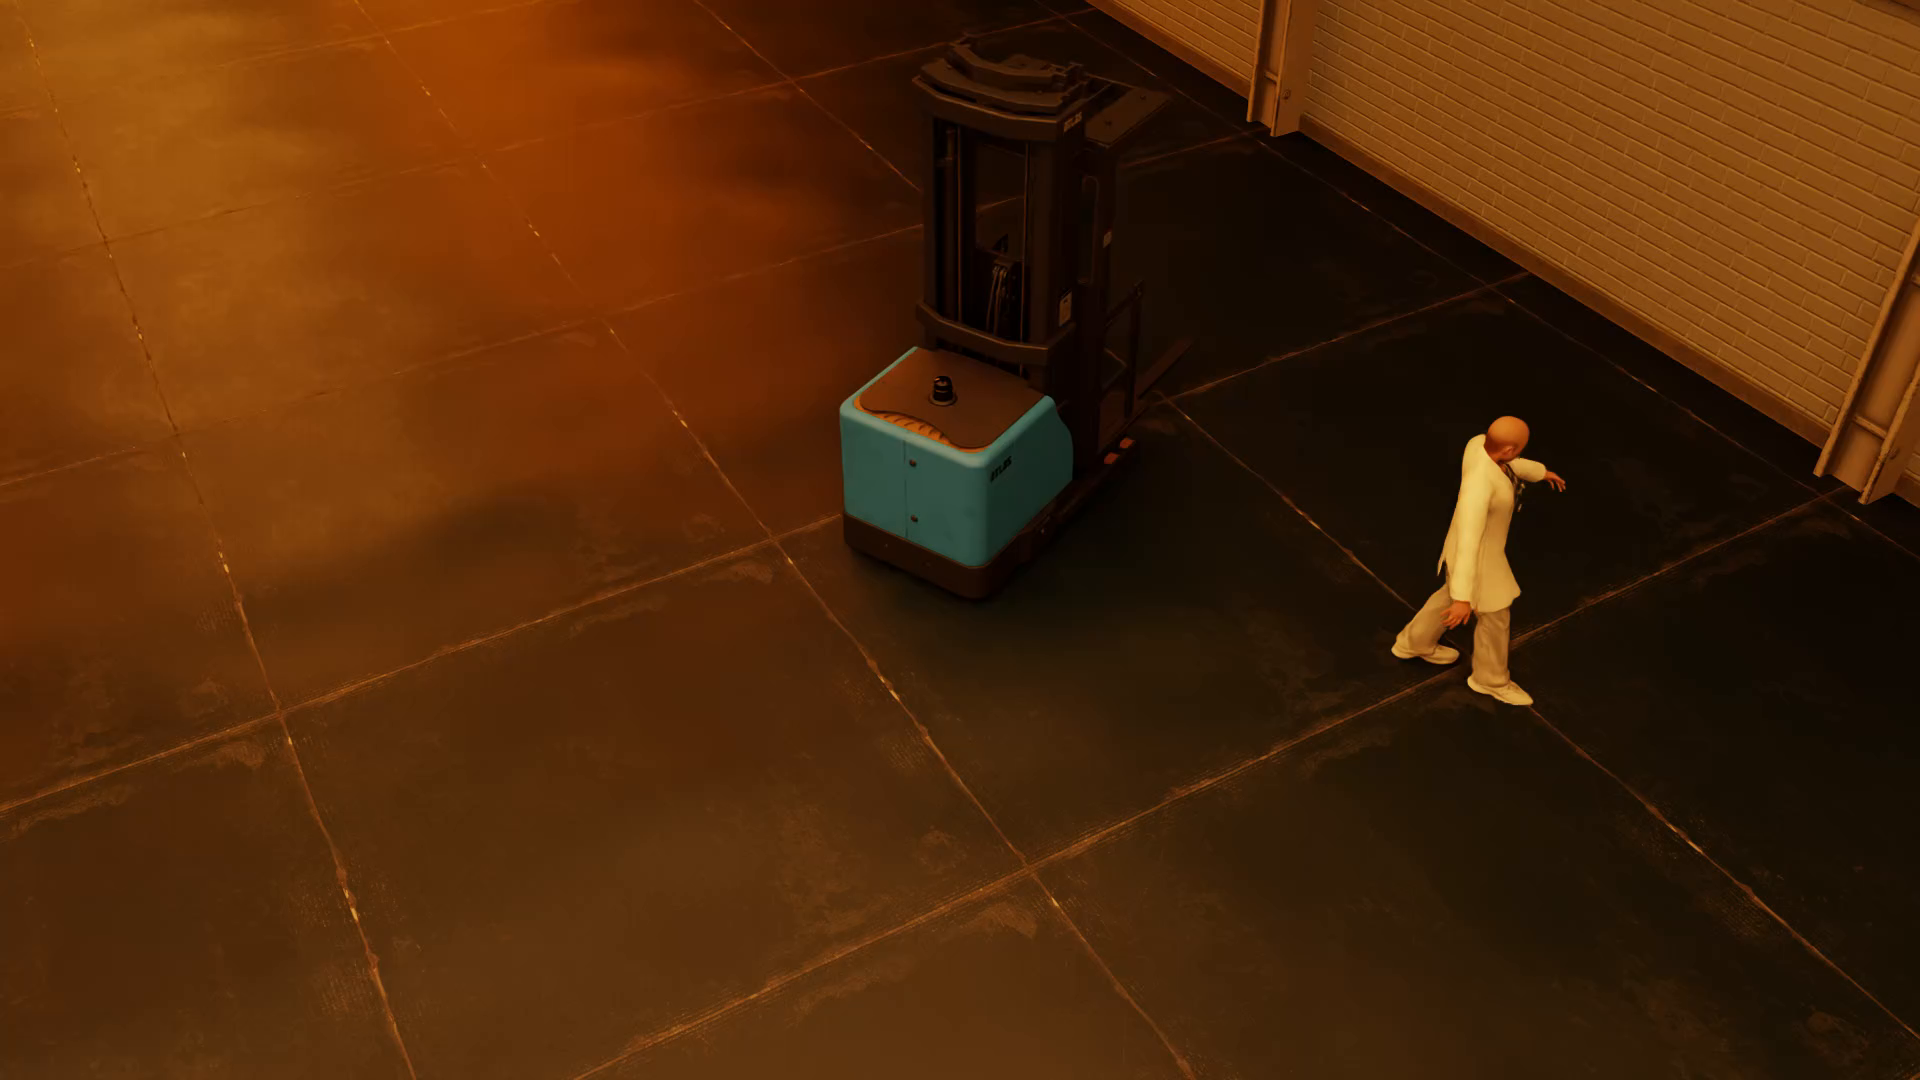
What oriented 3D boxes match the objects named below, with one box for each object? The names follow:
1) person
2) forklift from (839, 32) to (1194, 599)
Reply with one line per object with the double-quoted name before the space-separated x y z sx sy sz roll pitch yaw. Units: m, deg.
"person" 2.831 0.113 8.850 0.788 1.773 1.044 9 40 10
"forklift" 0.525 -1.686 10.069 1.130 2.935 3.031 23 45 25
